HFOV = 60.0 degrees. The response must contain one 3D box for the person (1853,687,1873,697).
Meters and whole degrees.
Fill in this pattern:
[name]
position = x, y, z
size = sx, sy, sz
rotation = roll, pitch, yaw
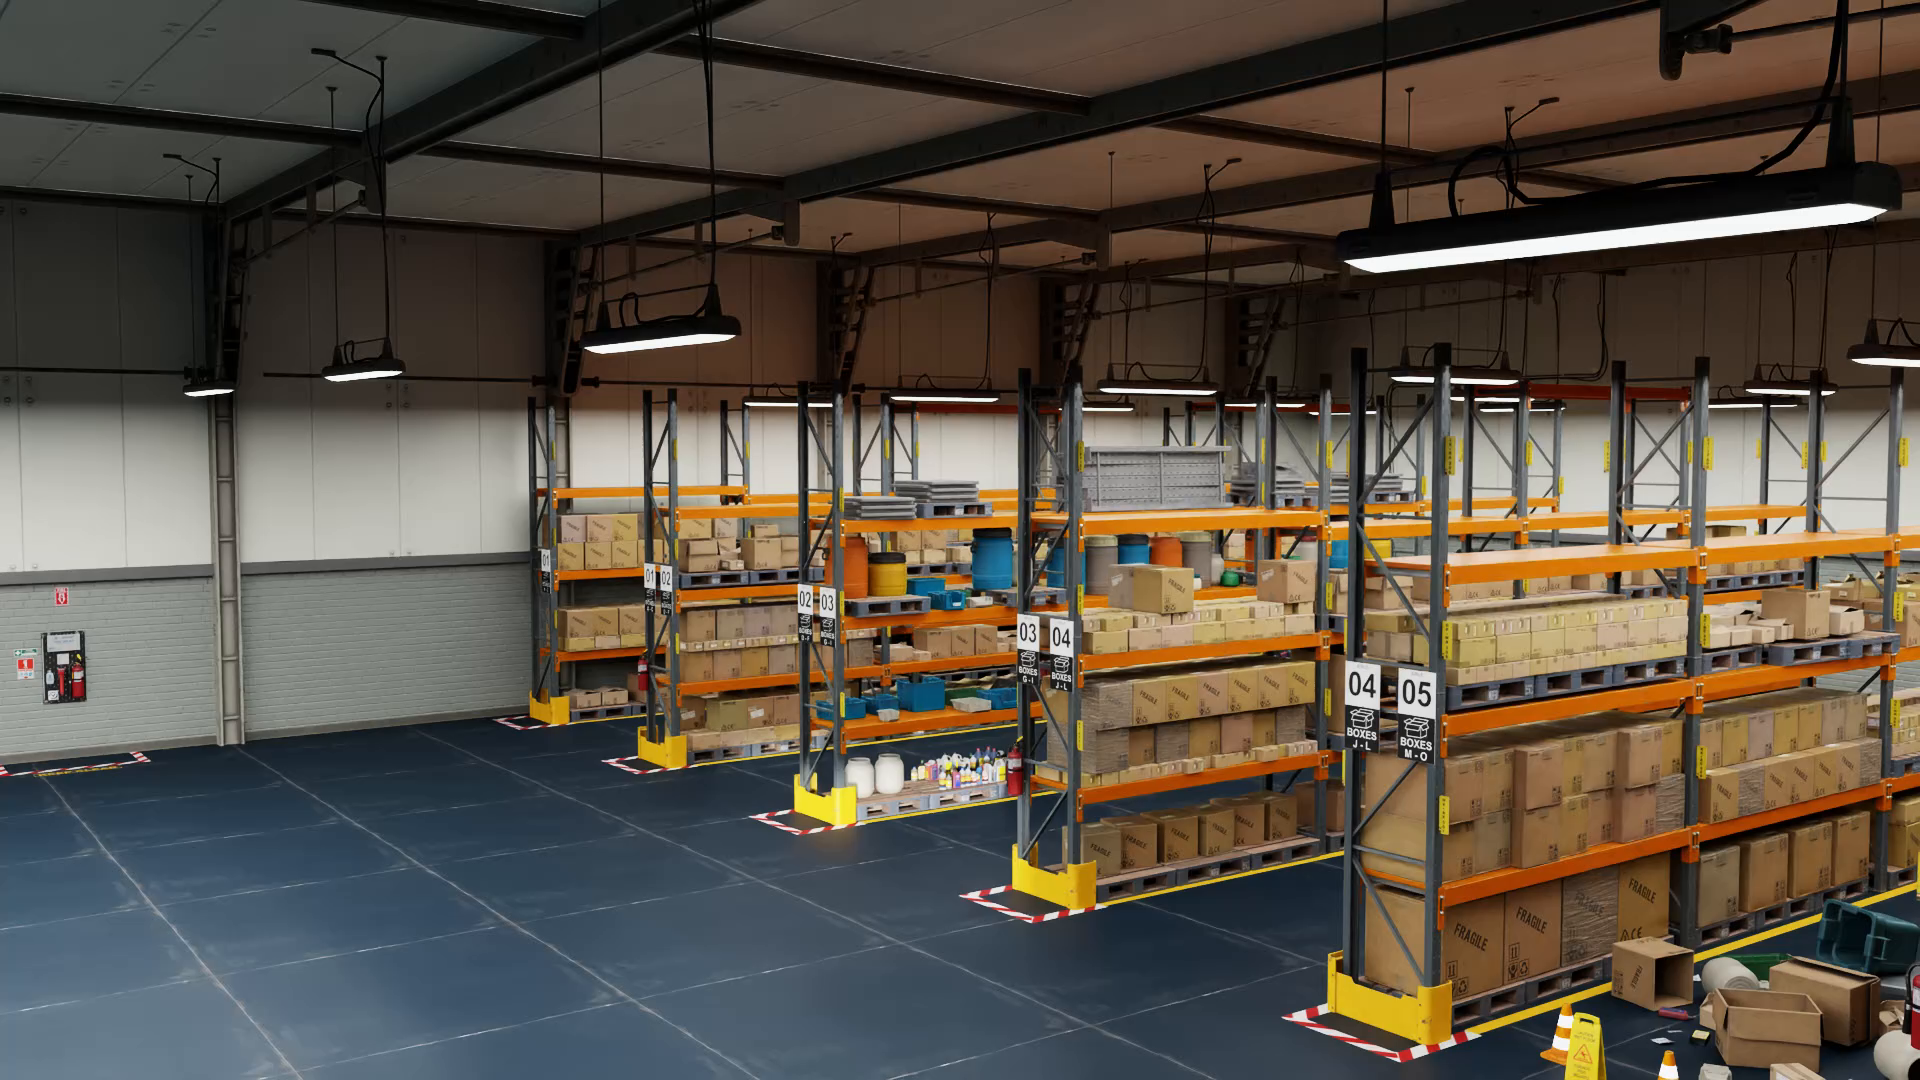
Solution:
[person]
position = 12.799, 2.939, 23.610
size = 0.516, 1.674, 0.512
rotation = -2, 4, -34
